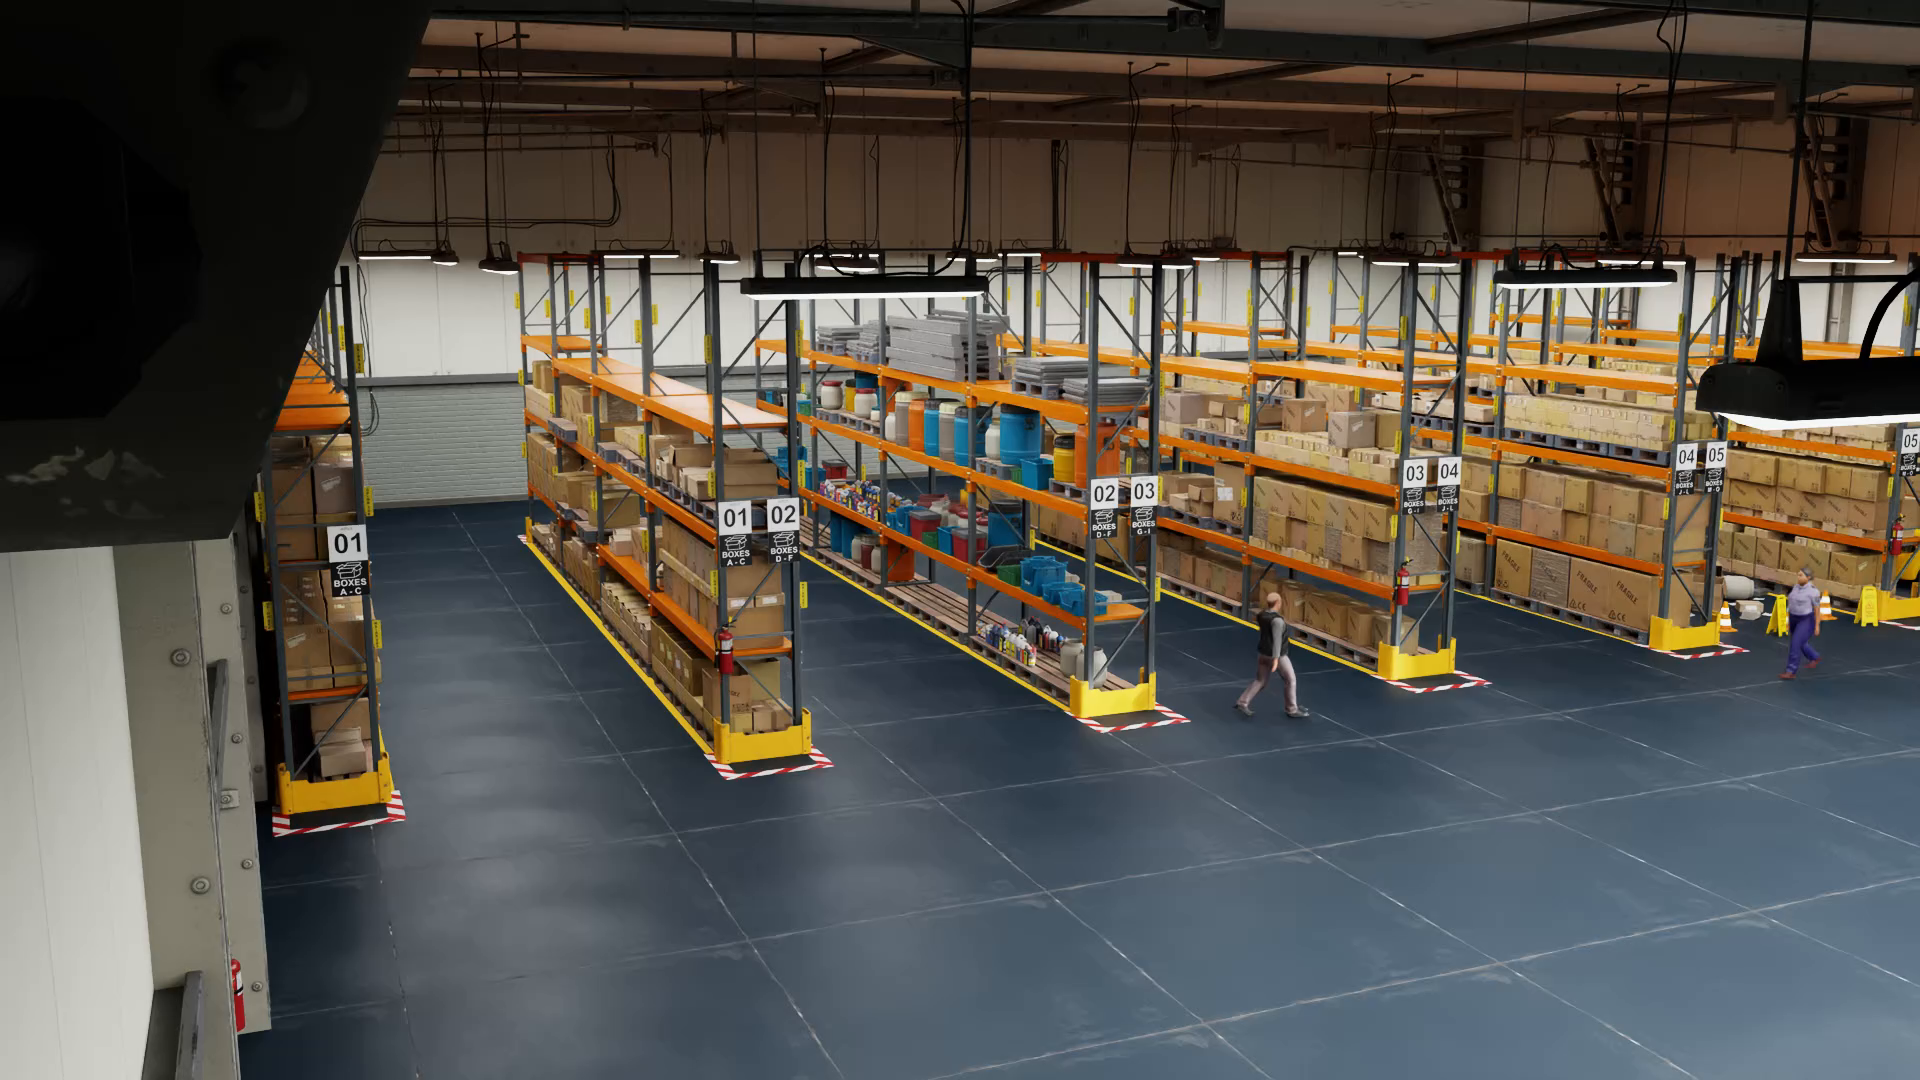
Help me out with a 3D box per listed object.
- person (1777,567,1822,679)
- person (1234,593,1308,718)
[{"bbox_3d":[12.231,1.182,24.060,0.962,1.604,0.481,-4,11,-19],"label":"person"},{"bbox_3d":[4.134,1.526,22.049,0.903,1.682,0.561,-6,12,-28],"label":"person"}]
